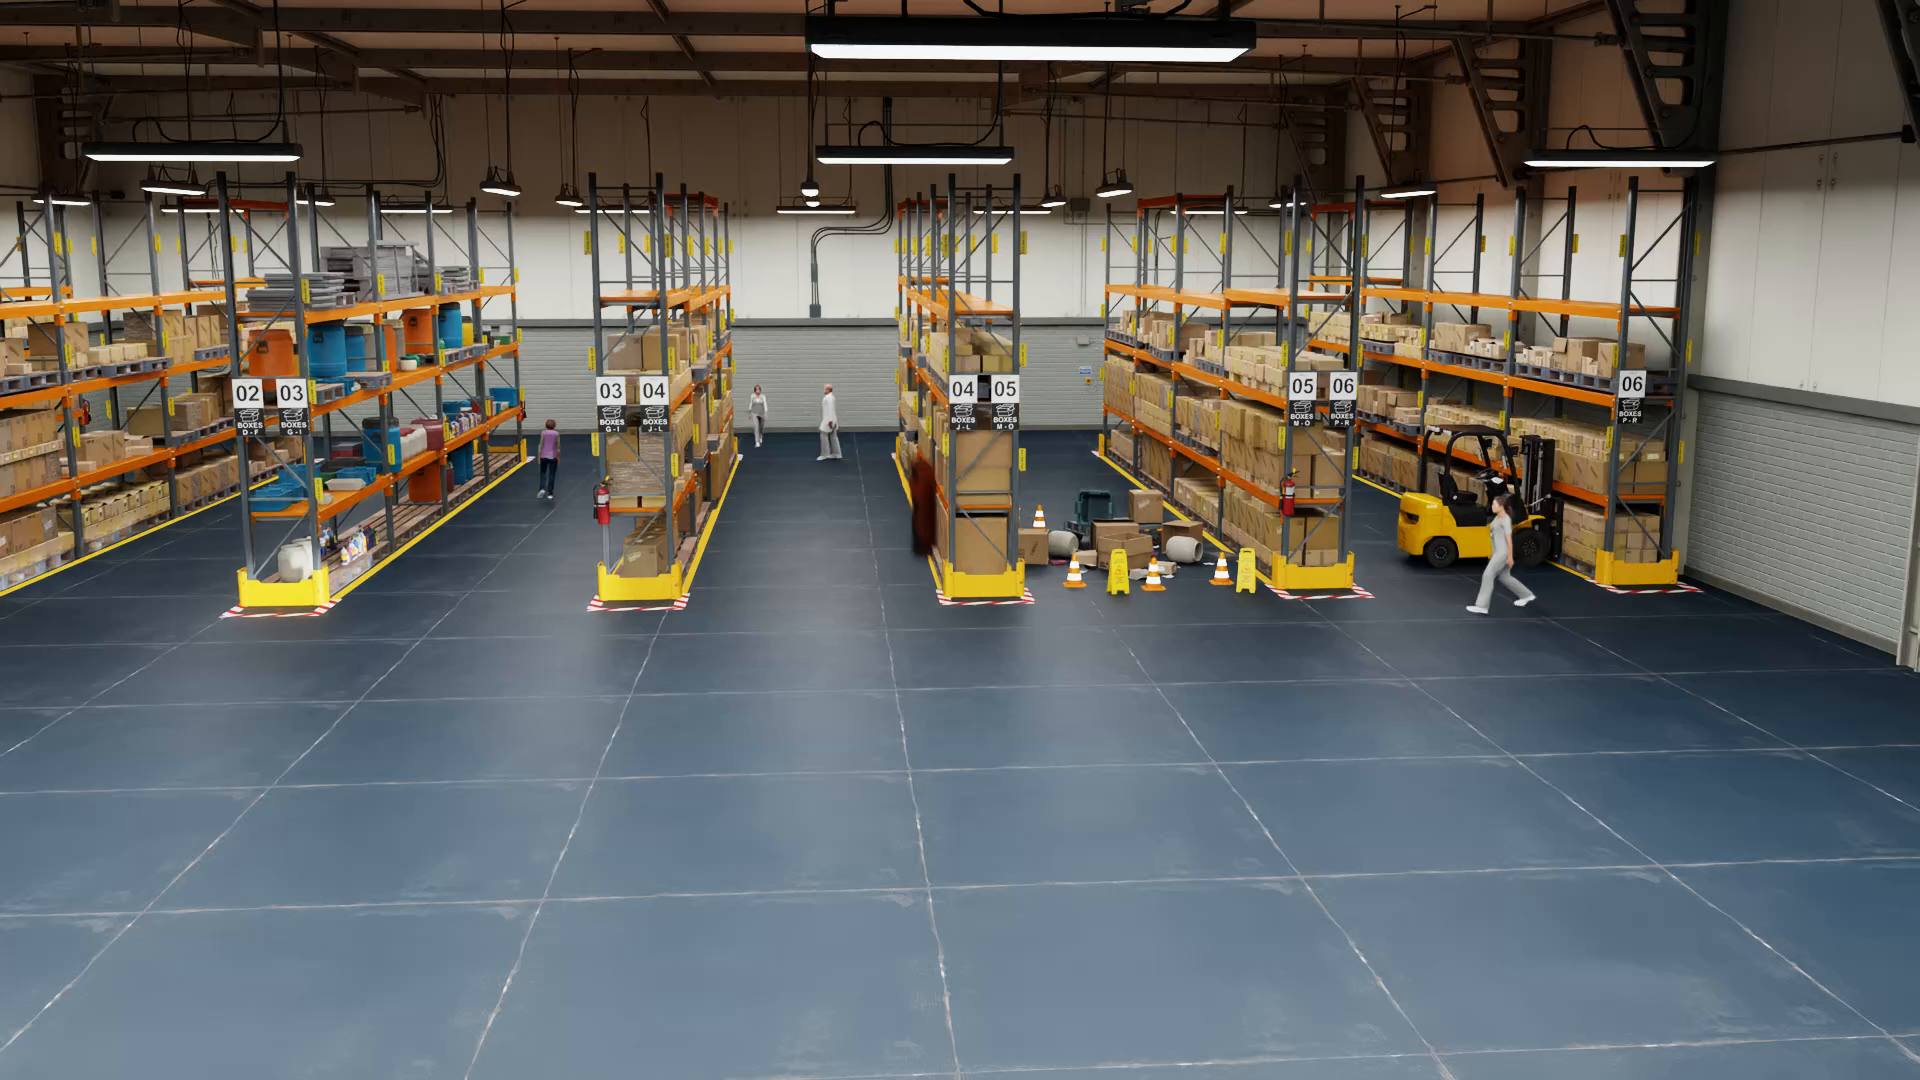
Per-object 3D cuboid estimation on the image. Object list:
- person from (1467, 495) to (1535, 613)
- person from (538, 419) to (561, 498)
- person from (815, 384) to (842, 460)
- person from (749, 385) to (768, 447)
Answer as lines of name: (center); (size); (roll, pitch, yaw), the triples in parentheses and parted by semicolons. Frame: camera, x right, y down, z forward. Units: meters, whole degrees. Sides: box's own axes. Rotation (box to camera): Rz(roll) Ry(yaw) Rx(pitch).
person: (7.481, 0.195, 22.858); (1.002, 1.629, 0.445); (0, 10, -2)
person: (-8.229, -1.627, 33.276); (0.498, 1.600, 0.355); (-1, 10, -4)
person: (-3.110, -2.789, 39.488); (0.643, 1.825, 0.643); (2, 10, 10)
person: (-5.093, -3.158, 42.049); (0.448, 1.536, 1.009); (-2, 10, -13)
